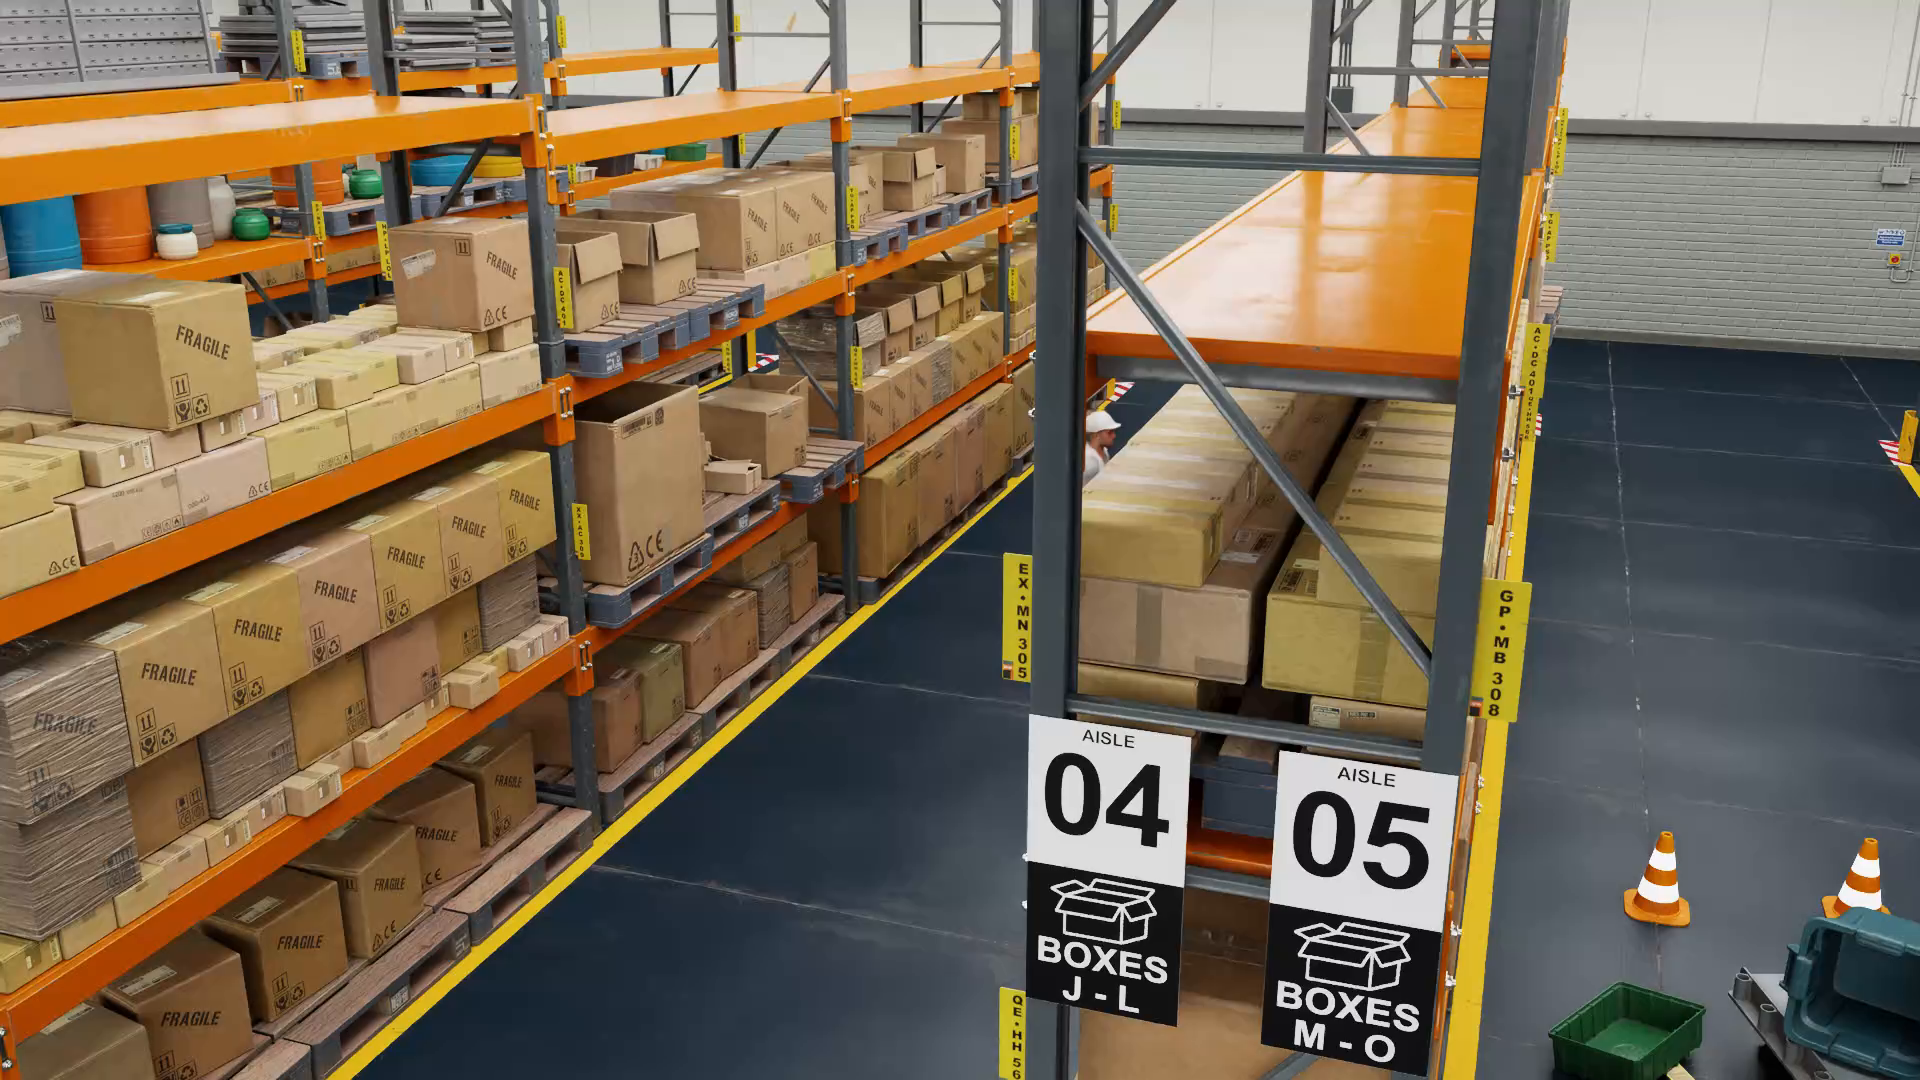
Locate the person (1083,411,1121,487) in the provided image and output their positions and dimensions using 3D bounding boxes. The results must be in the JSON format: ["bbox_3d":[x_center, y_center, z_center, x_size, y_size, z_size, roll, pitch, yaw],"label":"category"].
[{"bbox_3d":[1.088,-0.120,12.878,0.462,1.792,0.535,6,19,17],"label":"person"}]
